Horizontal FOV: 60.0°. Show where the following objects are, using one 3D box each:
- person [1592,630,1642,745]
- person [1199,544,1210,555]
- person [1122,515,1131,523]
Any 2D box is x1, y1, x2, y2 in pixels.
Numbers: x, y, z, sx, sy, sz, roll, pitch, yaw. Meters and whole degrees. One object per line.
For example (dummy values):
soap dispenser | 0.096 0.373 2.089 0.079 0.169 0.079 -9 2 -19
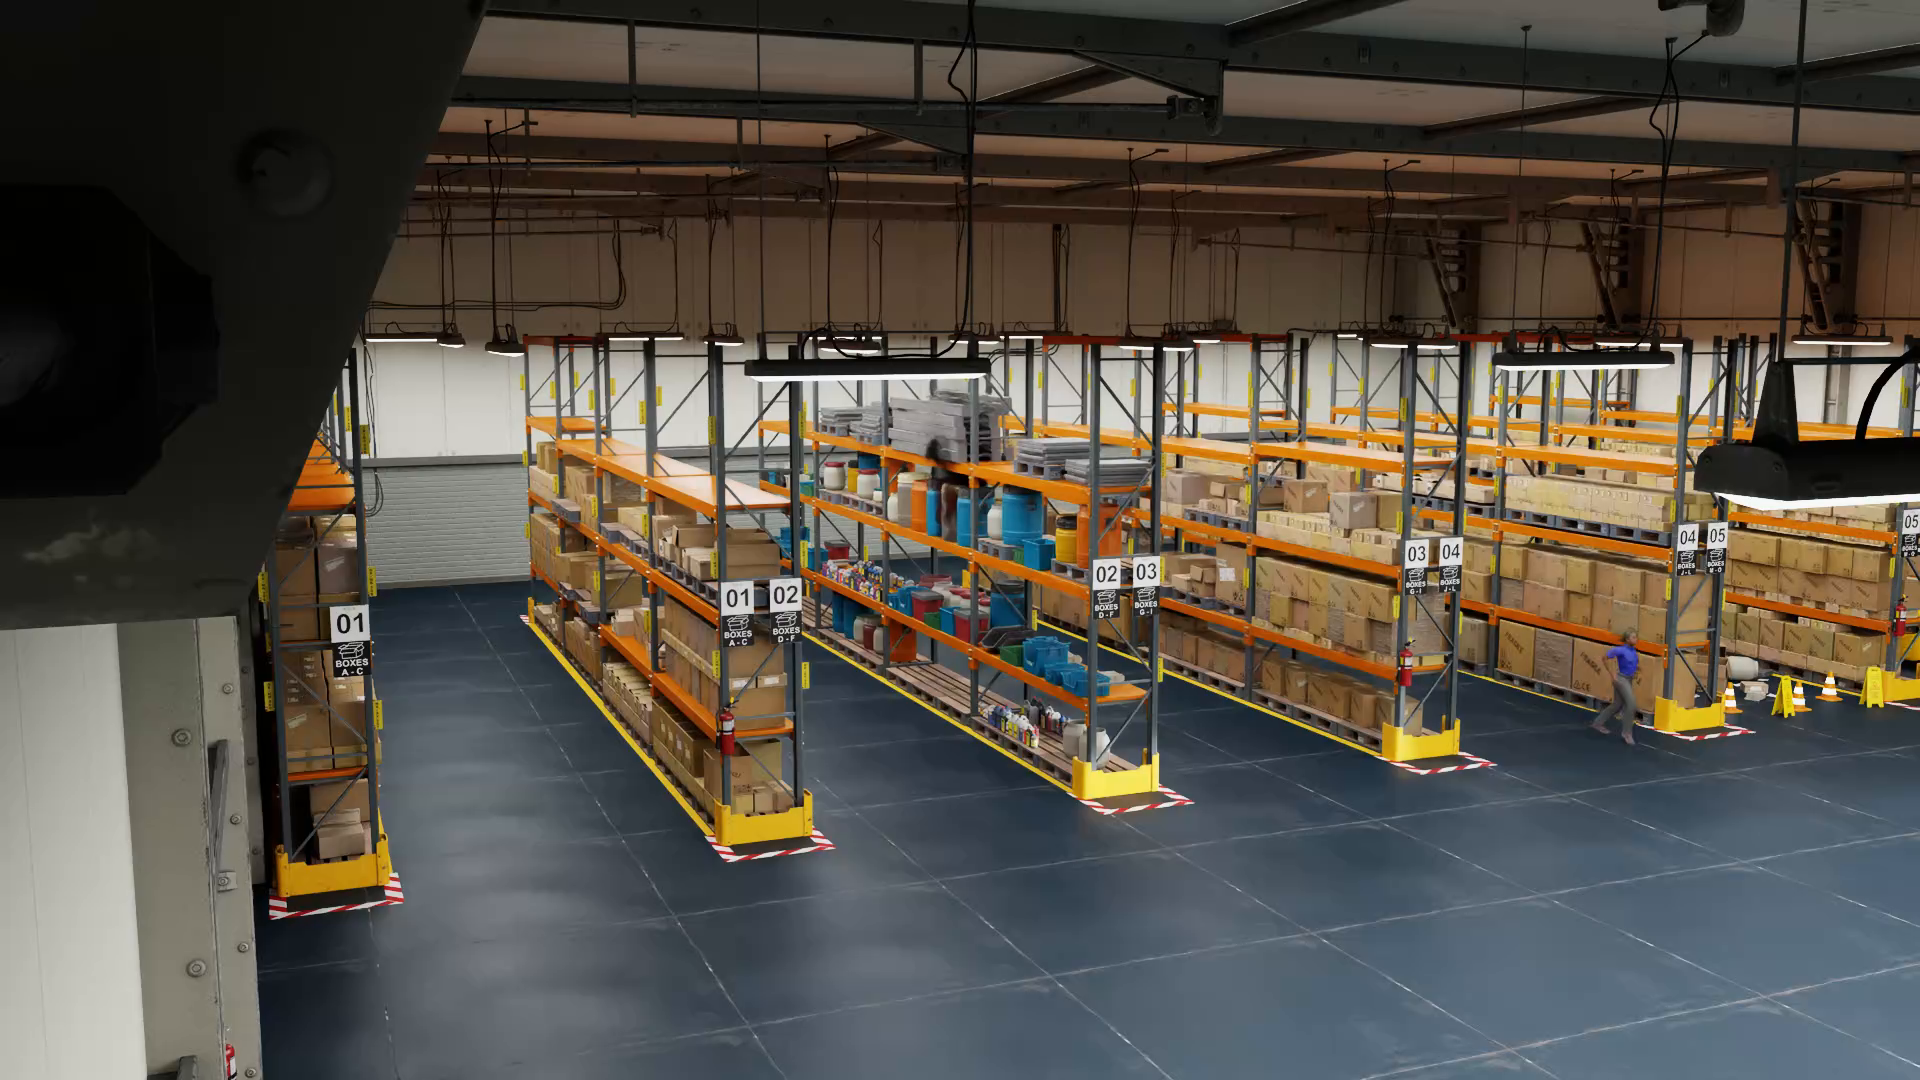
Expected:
person | 10.002 2.206 25.178 0.749 1.700 0.616 7 10 43
person | 6.090 0.010 41.687 0.720 1.600 0.888 -7 10 -43
person | 4.094 0.045 41.225 0.678 1.619 0.952 7 10 43
